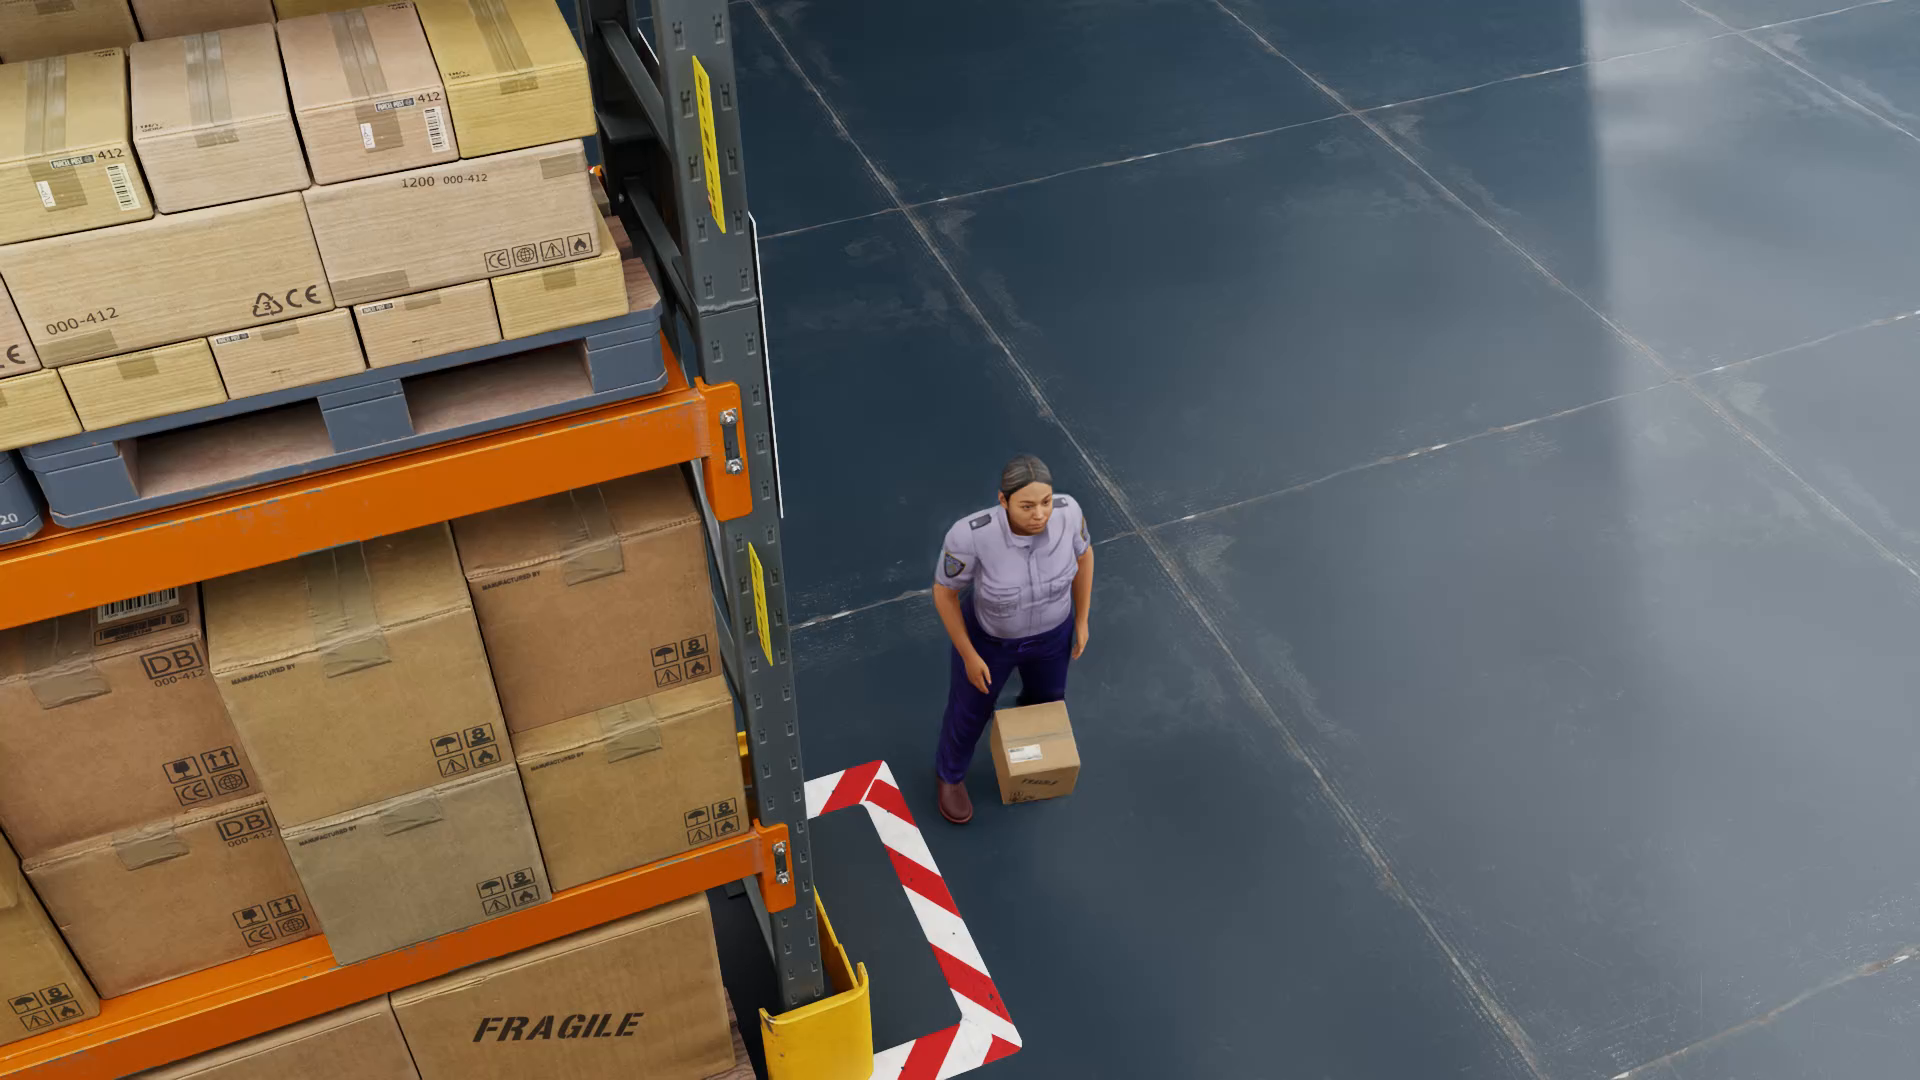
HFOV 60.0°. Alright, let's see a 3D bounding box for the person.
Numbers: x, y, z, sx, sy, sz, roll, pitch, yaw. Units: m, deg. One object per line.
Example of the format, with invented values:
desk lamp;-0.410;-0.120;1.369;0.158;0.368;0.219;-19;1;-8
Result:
person;0.190;0.334;5.801;0.583;1.639;0.386;-12;43;-13
